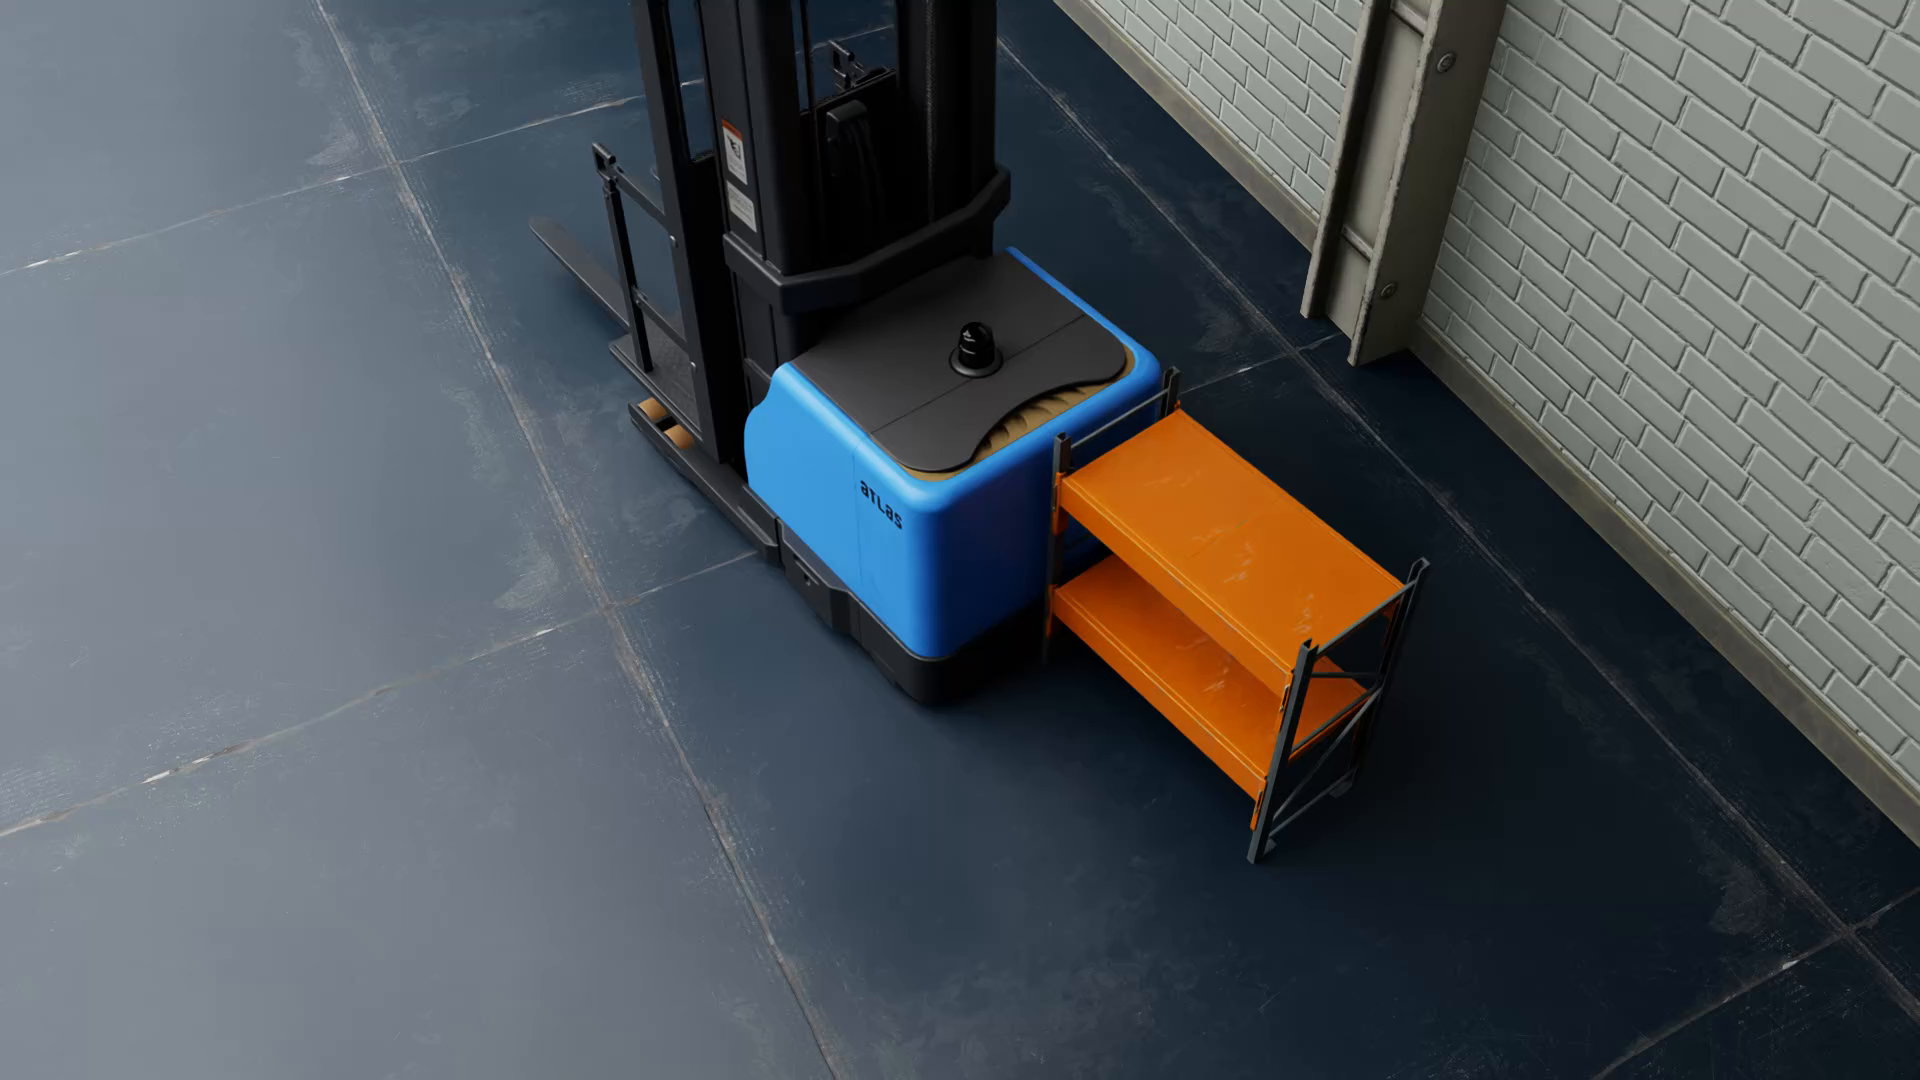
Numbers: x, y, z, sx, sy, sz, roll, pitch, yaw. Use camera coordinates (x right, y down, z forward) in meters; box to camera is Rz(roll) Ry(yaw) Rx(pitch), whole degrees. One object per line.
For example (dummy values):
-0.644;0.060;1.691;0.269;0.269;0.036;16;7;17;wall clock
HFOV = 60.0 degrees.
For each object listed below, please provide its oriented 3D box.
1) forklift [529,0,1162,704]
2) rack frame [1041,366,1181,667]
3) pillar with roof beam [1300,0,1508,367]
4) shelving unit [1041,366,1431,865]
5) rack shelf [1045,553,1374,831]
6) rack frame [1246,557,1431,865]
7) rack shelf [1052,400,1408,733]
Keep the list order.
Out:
-0.648;-1.462;5.581;1.130;2.935;3.031;-31;56;-24;forklift
0.489;-0.051;5.547;0.500;1.125;0.032;-31;56;-24;rack frame
-2.151;-2.378;2.352;9.100;9.000;0.400;-21;52;-18;pillar with roof beam
0.808;0.247;5.287;0.538;1.125;1.048;-31;56;-24;shelving unit
0.808;0.408;5.471;0.538;0.278;1.000;-31;56;-24;rack shelf
1.127;0.545;5.026;0.500;1.125;0.032;-31;56;-24;rack frame
0.808;0.054;5.066;0.538;0.278;1.000;-31;56;-24;rack shelf
